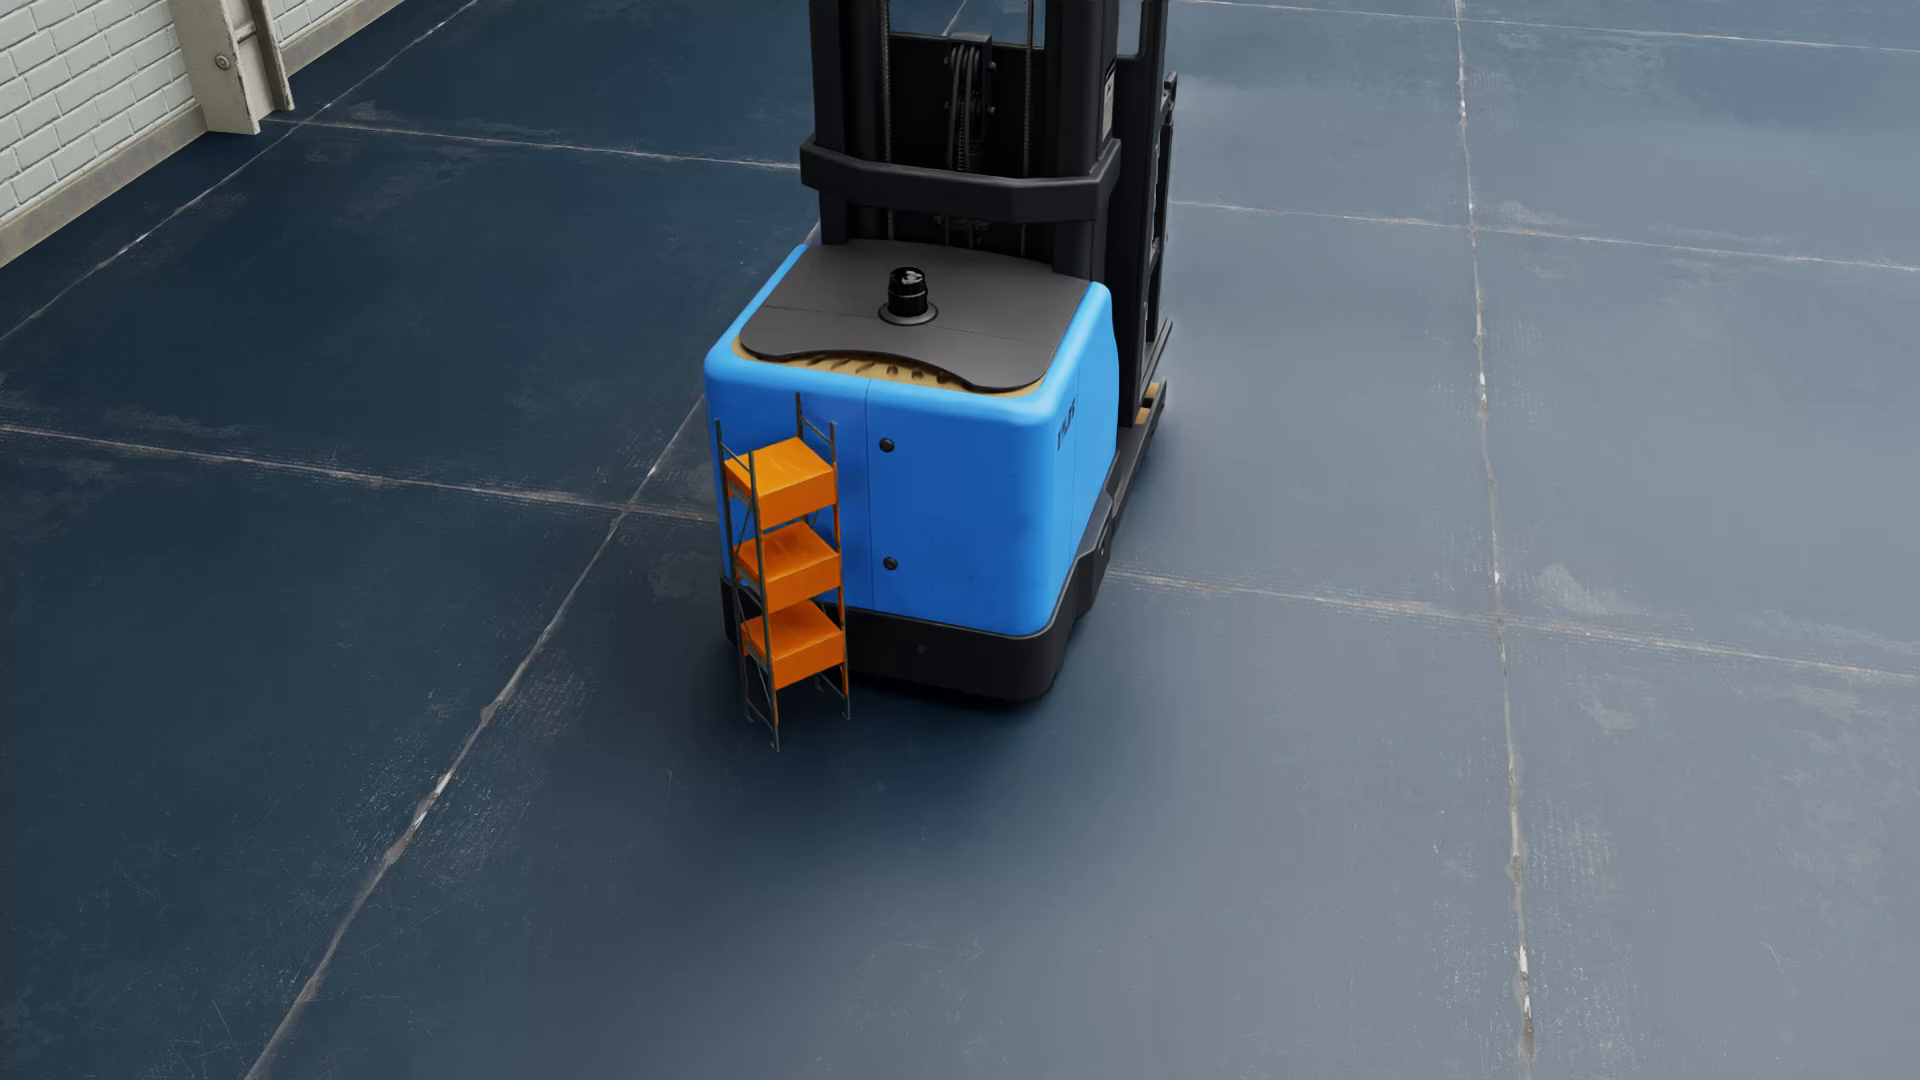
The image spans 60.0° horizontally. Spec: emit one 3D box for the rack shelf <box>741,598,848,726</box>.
[{"bbox_3d":[-0.489,0.345,4.871,0.240,0.259,0.215,-22,41,-27],"label":"rack shelf"}]

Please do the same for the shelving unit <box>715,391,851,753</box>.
[{"bbox_3d":[-0.489,0.111,4.702,0.252,1.050,0.215,-22,41,-27],"label":"shelving unit"}]

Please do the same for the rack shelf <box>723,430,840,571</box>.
[{"bbox_3d":[-0.489,-0.110,4.542,0.240,0.259,0.215,-22,41,-27],"label":"rack shelf"}]

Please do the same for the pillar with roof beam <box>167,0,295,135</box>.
[{"bbox_3d":[0.425,-5.347,5.460,9.100,9.000,0.400,7,37,10],"label":"pillar with roof beam"}]

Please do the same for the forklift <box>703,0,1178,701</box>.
[{"bbox_3d":[0.160,-1.572,5.422,1.130,2.935,3.031,10,37,13],"label":"forklift"}]

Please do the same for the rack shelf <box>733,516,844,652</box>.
[{"bbox_3d":[-0.489,0.120,4.708,0.240,0.259,0.215,-22,41,-27],"label":"rack shelf"}]

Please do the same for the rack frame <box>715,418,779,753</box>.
[{"bbox_3d":[-0.590,0.152,4.646,0.008,1.050,0.200,-22,41,-27],"label":"rack frame"}]

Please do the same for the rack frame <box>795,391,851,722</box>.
[{"bbox_3d":[-0.388,0.071,4.757,0.008,1.050,0.200,-22,41,-27],"label":"rack frame"}]
